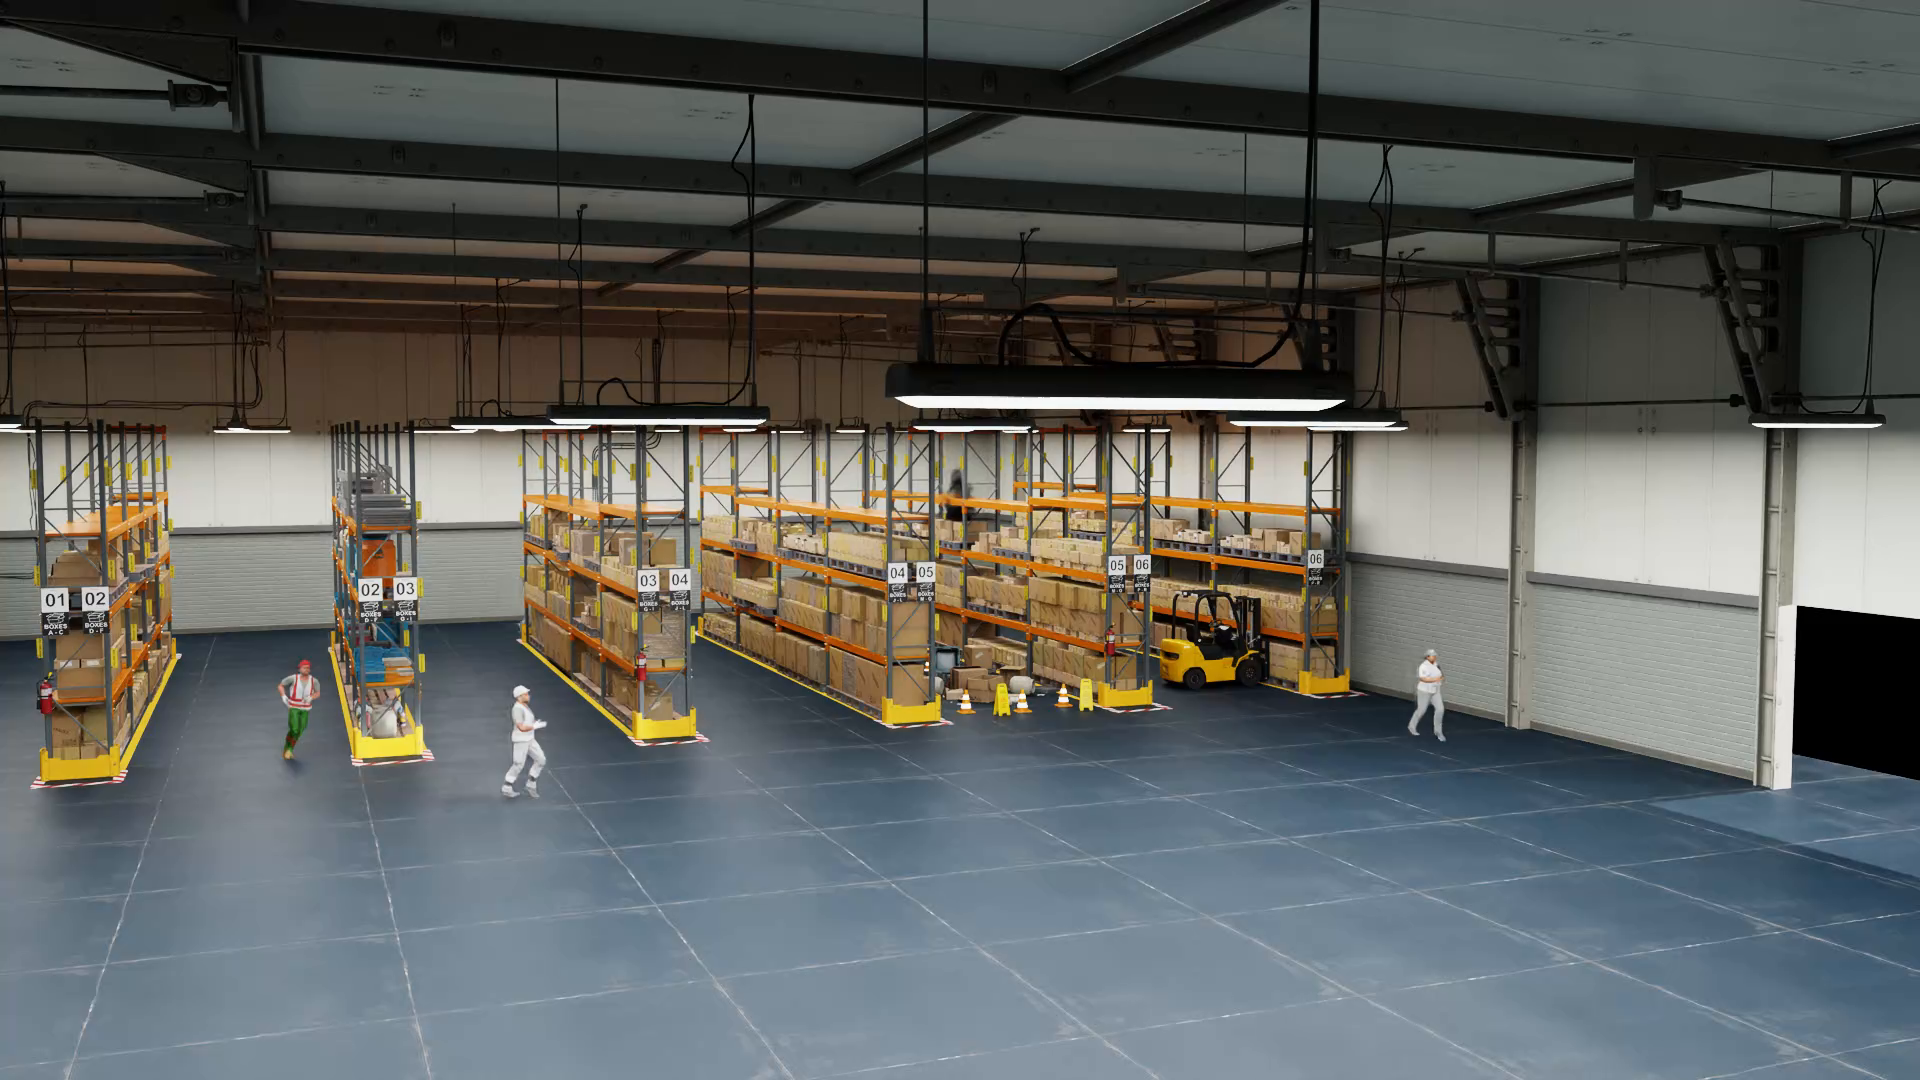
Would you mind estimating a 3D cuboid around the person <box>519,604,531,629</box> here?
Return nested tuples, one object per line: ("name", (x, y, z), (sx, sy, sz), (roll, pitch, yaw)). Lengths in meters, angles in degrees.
("person", (-12.321, 1.921, 47.741), (0.680, 1.643, 0.595), (0, 4, 0))

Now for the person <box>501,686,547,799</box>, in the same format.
("person", (-6.842, 3.196, 26.141), (0.743, 1.824, 0.640), (0, 4, 5))

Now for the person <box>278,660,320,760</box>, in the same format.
("person", (-11.697, 3.003, 29.517), (0.659, 1.758, 0.628), (-3, 5, -40))

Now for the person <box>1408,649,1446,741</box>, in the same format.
("person", (8.857, 2.926, 31.490), (0.595, 1.738, 0.795), (-2, 4, -34))
